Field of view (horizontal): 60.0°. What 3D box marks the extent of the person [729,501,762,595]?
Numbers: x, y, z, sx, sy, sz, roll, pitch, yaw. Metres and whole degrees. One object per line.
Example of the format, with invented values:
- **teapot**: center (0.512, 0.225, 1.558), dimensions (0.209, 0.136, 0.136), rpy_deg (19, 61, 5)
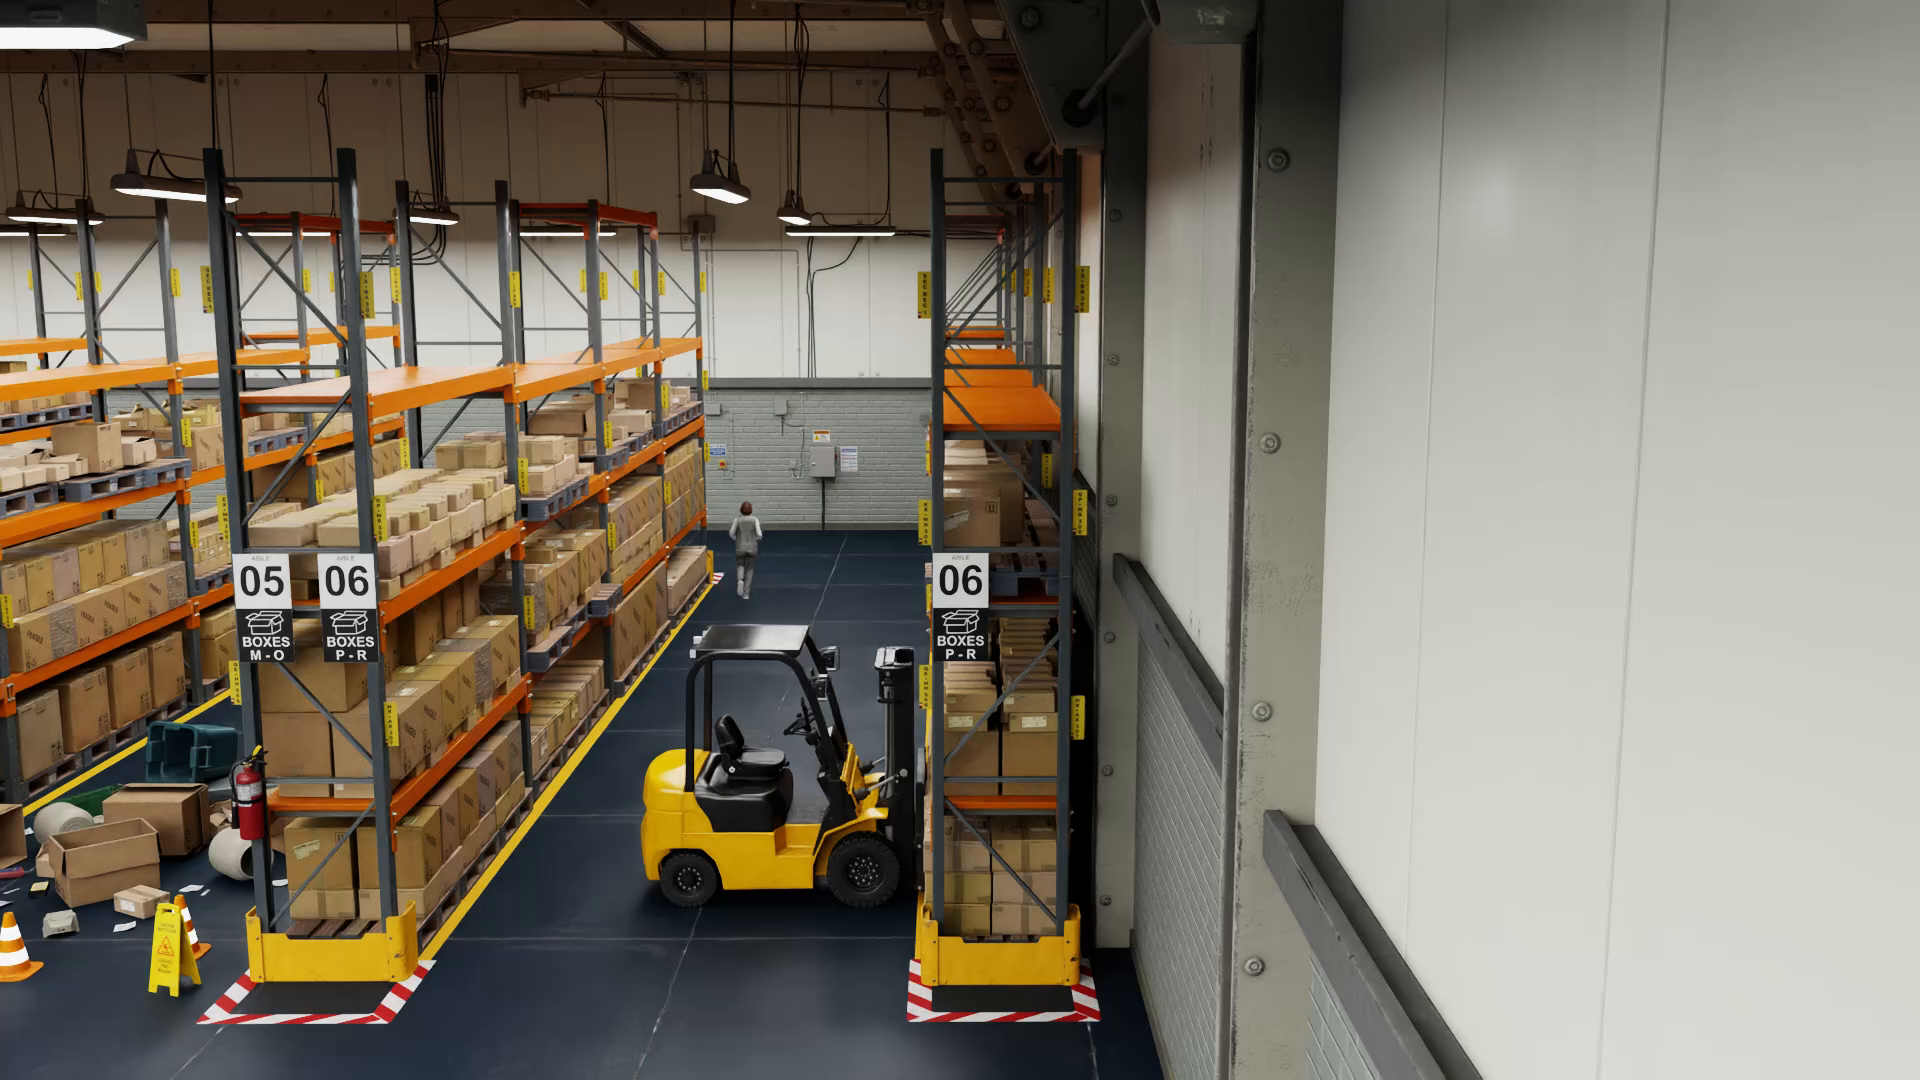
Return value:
- **person**: center (-3.357, 0.116, 26.160), dimensions (0.512, 1.477, 0.501), rpy_deg (0, 9, -2)
